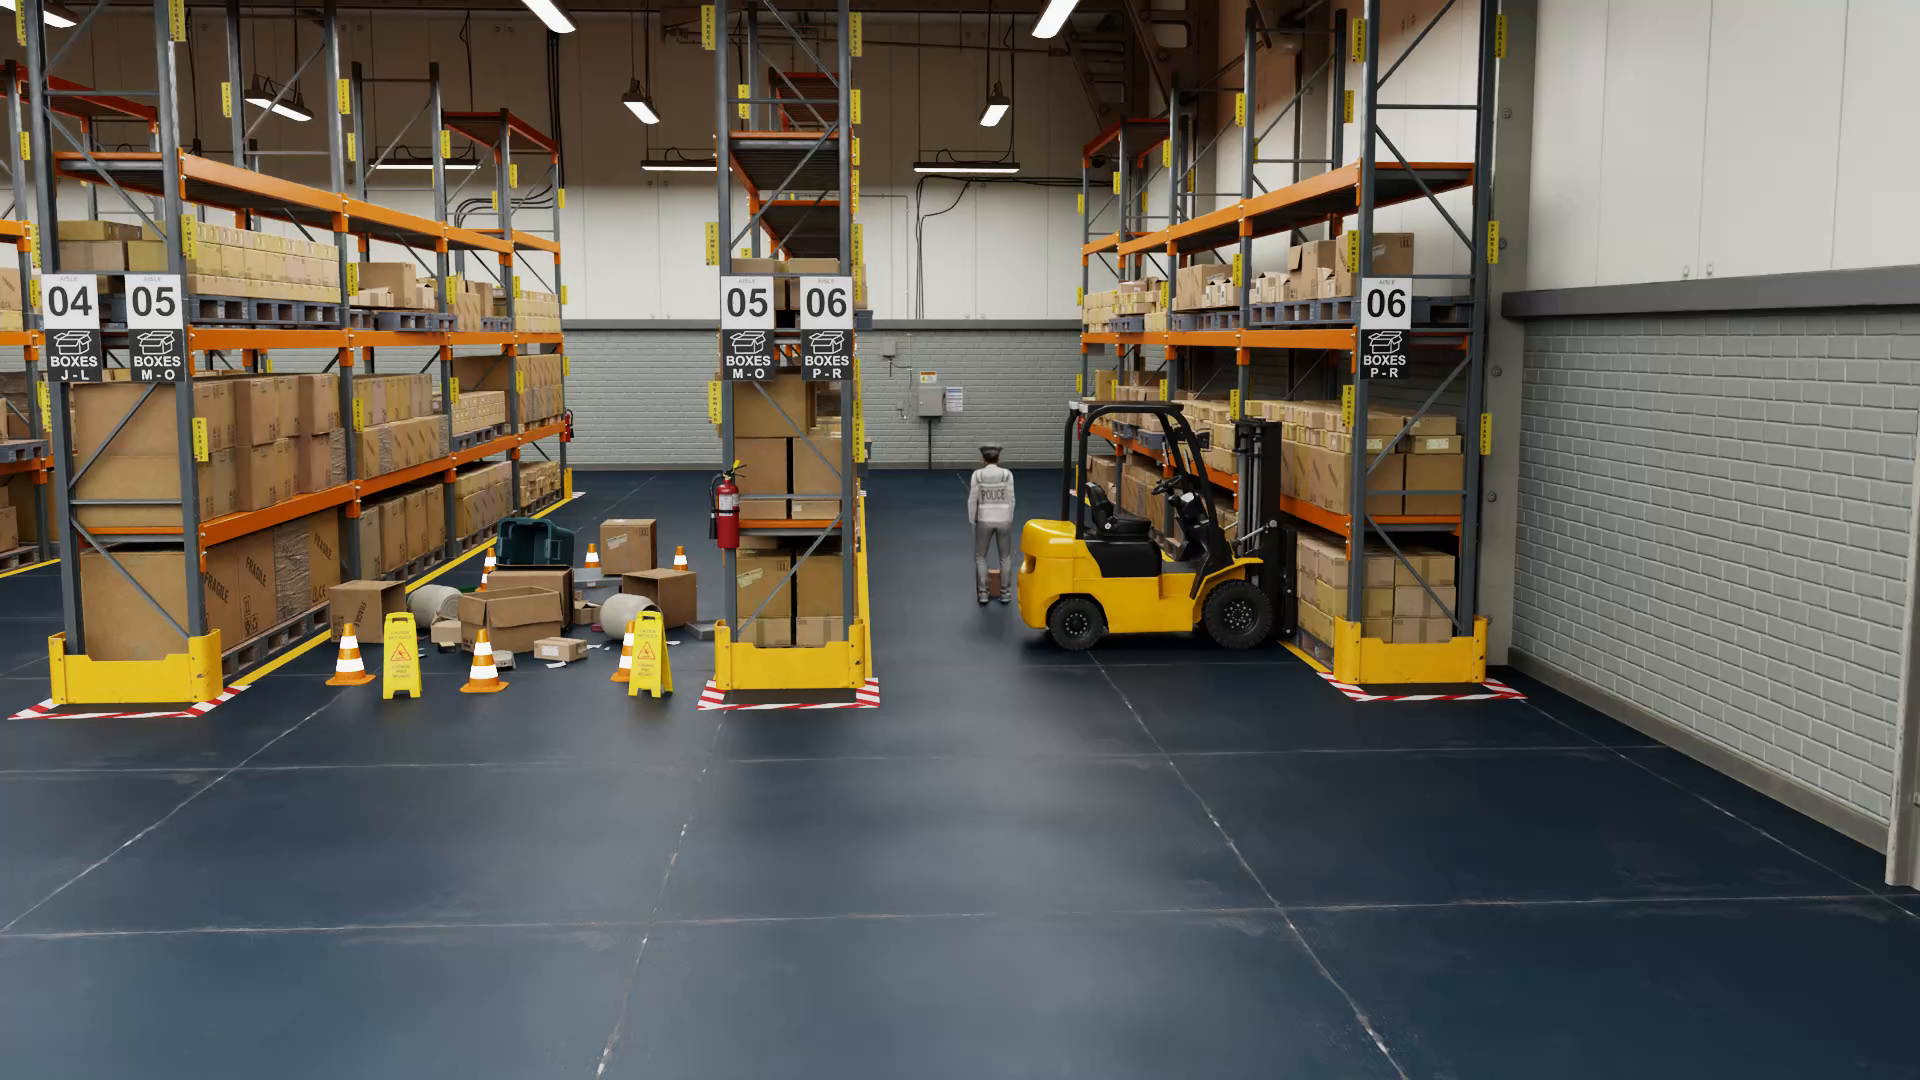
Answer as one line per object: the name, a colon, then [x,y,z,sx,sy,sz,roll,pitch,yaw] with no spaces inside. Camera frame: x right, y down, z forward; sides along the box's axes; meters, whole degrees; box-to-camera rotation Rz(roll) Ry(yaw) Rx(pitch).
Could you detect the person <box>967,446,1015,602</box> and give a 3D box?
person: [0.323,-0.162,17.251,0.496,1.635,0.428,0,7,-2]
